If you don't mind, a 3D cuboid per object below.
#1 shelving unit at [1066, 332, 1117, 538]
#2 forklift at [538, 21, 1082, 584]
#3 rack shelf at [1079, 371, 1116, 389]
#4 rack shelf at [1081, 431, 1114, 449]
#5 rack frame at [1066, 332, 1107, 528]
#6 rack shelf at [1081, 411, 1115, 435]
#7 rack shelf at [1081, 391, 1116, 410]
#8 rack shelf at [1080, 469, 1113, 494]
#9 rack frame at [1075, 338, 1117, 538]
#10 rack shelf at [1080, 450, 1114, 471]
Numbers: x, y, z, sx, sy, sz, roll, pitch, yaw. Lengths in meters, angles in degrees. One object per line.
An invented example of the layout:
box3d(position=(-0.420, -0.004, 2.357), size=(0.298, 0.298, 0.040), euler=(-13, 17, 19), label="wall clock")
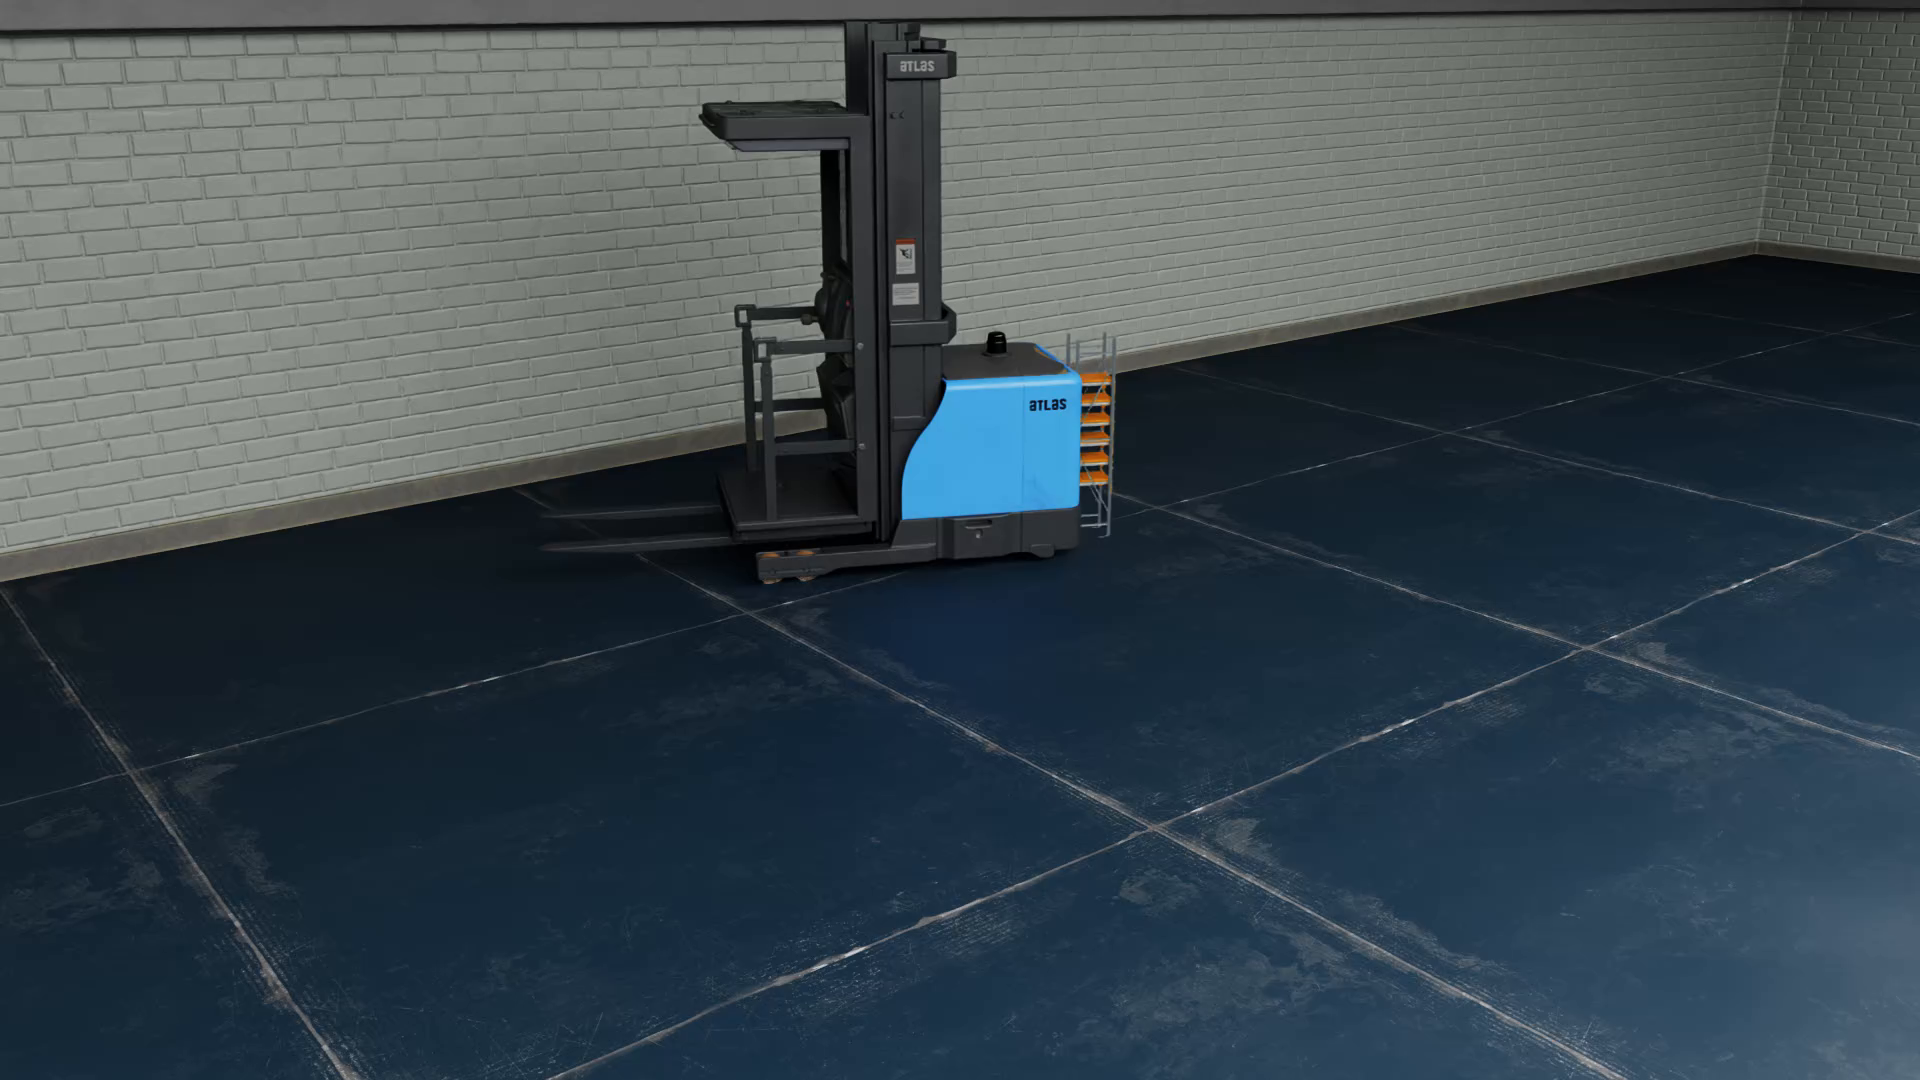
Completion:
box3d(position=(0.758, -0.609, 9.791), size=(0.258, 1.200, 0.189), euler=(-4, 19, -12), label="shelving unit")
box3d(position=(-0.878, -1.333, 9.227), size=(3.031, 2.935, 1.130), euler=(-4, 19, -12), label="forklift")
box3d(position=(0.759, -0.909, 9.692), size=(0.258, 0.103, 0.180), euler=(-4, 19, -12), label="rack shelf")
box3d(position=(0.758, -0.567, 9.805), size=(0.258, 0.103, 0.180), euler=(-4, 19, -12), label="rack shelf")
box3d(position=(0.738, -0.637, 9.876), size=(0.240, 1.200, 0.006), euler=(-4, 19, -12), label="rack frame")
box3d(position=(0.758, -0.681, 9.768), size=(0.258, 0.103, 0.180), euler=(-4, 19, -12), label="rack shelf")
box3d(position=(0.759, -0.795, 9.730), size=(0.258, 0.103, 0.180), euler=(-4, 19, -12), label="rack shelf")
box3d(position=(0.757, -0.339, 9.880), size=(0.258, 0.103, 0.180), euler=(-4, 19, -12), label="rack shelf")
box3d(position=(0.779, -0.581, 9.707), size=(0.240, 1.200, 0.006), euler=(-4, 19, -12), label="rack frame")
box3d(position=(0.758, -0.453, 9.843), size=(0.258, 0.103, 0.180), euler=(-4, 19, -12), label="rack shelf")
